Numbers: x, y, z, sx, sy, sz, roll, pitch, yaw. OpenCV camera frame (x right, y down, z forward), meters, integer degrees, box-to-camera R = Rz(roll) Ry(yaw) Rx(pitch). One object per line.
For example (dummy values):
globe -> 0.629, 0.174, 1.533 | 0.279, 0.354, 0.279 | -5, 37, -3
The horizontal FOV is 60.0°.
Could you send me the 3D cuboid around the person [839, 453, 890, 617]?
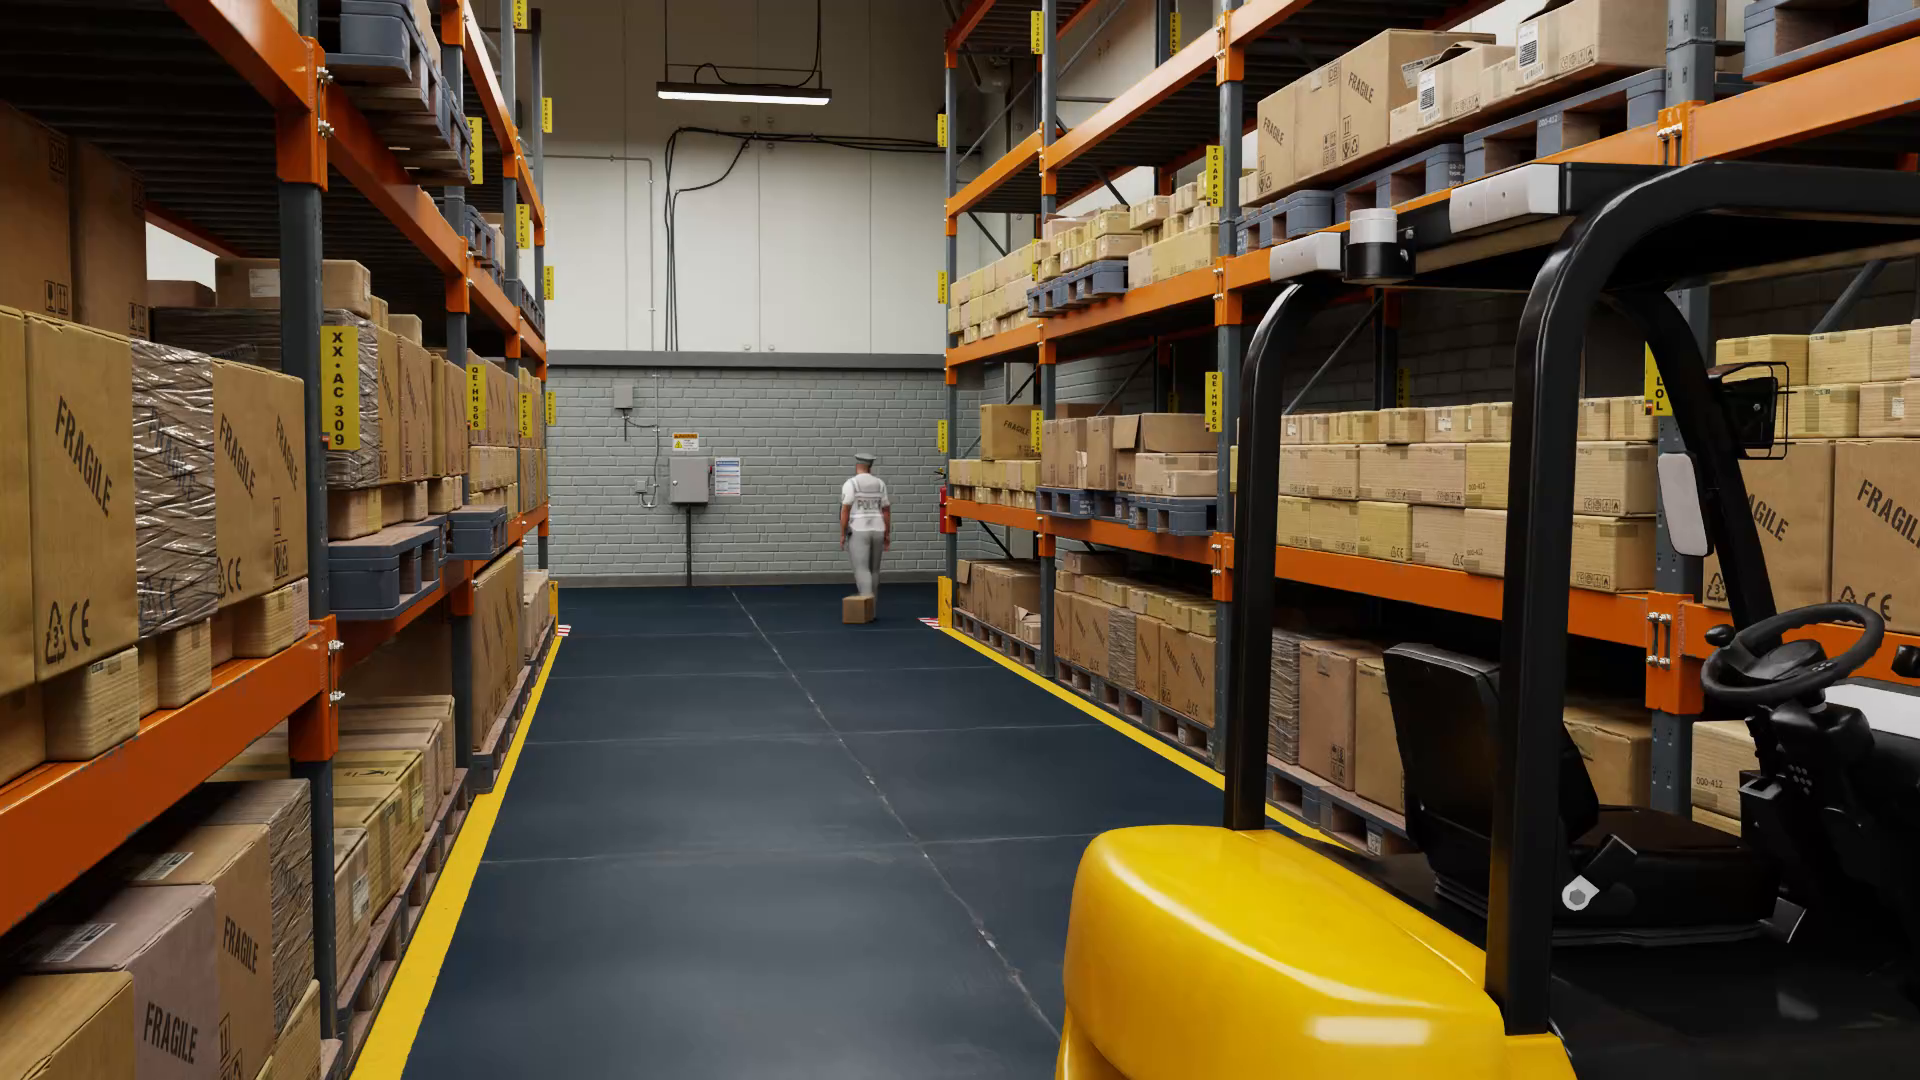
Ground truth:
person -> -1.019, -0.051, 17.702 | 0.590, 1.738, 0.624 | -2, 4, -40
